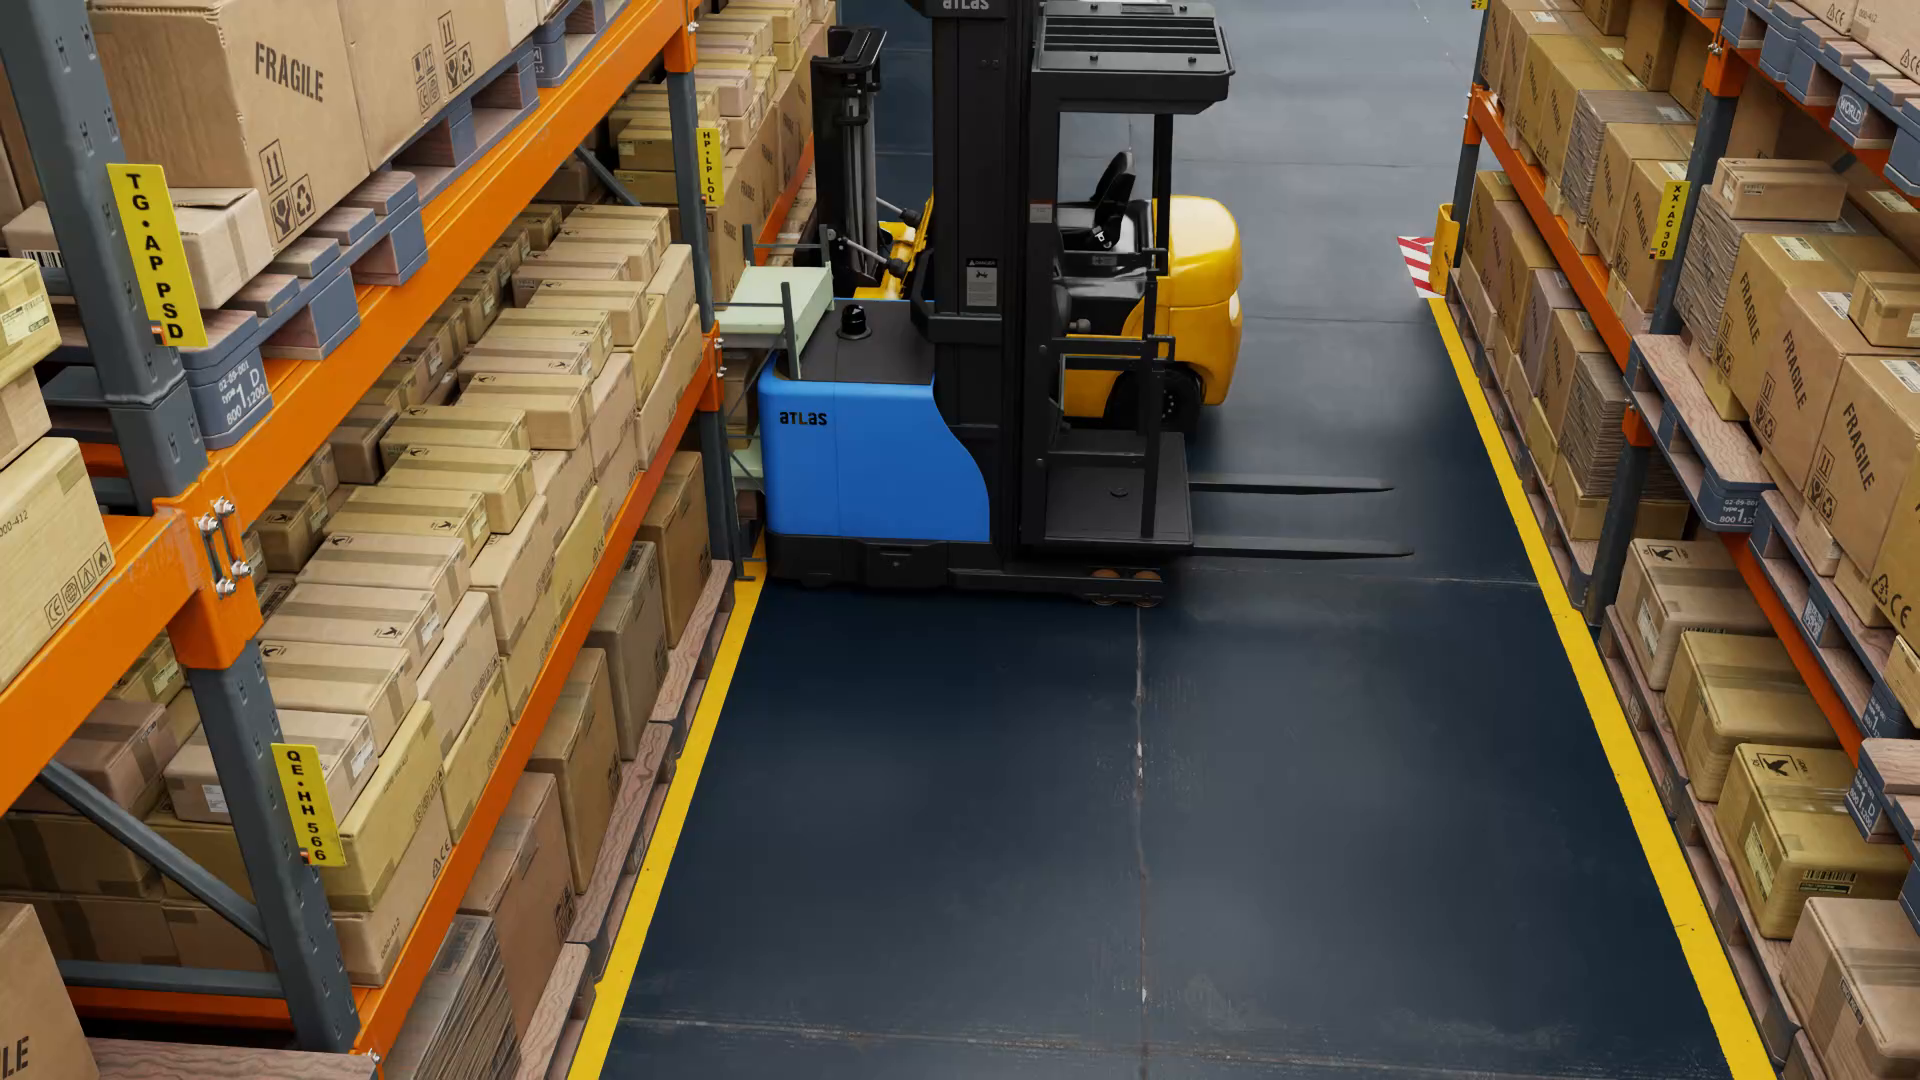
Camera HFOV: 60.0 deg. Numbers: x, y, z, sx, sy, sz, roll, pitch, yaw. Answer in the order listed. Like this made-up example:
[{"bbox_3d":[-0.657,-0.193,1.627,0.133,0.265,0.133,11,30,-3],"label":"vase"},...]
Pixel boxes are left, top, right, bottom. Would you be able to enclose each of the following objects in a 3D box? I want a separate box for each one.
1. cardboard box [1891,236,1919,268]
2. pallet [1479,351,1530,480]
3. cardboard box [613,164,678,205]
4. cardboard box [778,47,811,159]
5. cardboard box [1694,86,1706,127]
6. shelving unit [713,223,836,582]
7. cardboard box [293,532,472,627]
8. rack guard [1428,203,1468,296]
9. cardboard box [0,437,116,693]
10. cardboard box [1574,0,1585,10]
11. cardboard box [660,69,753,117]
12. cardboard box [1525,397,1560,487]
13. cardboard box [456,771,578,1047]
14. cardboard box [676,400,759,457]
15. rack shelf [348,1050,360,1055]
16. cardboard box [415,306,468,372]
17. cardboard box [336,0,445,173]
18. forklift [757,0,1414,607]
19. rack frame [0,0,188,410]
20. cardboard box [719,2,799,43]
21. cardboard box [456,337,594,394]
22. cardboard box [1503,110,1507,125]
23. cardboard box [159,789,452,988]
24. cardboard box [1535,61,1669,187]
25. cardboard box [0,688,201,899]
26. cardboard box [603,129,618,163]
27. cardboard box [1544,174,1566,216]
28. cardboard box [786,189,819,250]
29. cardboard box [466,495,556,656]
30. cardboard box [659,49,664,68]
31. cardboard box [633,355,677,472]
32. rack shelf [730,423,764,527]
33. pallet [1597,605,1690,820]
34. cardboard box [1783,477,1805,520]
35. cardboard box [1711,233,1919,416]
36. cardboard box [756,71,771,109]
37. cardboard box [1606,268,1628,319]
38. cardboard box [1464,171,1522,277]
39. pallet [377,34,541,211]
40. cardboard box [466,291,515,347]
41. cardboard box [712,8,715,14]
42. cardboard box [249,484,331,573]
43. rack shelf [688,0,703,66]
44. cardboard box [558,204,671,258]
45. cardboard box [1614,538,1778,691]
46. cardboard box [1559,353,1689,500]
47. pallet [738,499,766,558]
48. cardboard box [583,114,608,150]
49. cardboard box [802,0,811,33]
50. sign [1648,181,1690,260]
[{"bbox_3d":[3.526,-0.723,5.785,0.500,0.500,0.500,3,32,4],"label":"cardboard box"},{"bbox_3d":[3.490,-0.691,9.170,1.003,0.211,1.213,2,32,4],"label":"pallet"},{"bbox_3d":[-1.286,-1.570,7.225,0.380,0.149,0.250,2,32,3],"label":"cardboard box"},{"bbox_3d":[-1.119,-2.423,9.227,0.500,0.500,0.500,2,32,3],"label":"cardboard box"},{"bbox_3d":[3.689,-1.968,7.252,0.700,0.500,0.500,3,32,4],"label":"cardboard box"},{"bbox_3d":[-0.842,-0.643,7.837,0.431,1.500,0.755,2,30,9],"label":"shelving unit"},{"bbox_3d":[-1.555,0.111,4.498,0.380,0.149,0.250,3,32,5],"label":"cardboard box"},{"bbox_3d":[3.693,-1.874,10.814,1.175,0.500,0.348,2,32,4],"label":"rack guard"},{"bbox_3d":[-1.699,0.061,2.575,0.500,0.250,0.500,1,32,2],"label":"cardboard box"},{"bbox_3d":[3.875,-3.296,9.407,0.700,0.500,0.500,2,32,3],"label":"cardboard box"},{"bbox_3d":[-1.186,-2.100,7.801,0.380,0.149,0.250,3,32,5],"label":"cardboard box"},{"bbox_3d":[3.187,-0.494,8.412,0.500,0.250,0.500,2,32,3],"label":"cardboard box"},{"bbox_3d":[-1.790,1.160,5.371,0.875,0.625,0.625,3,32,6],"label":"cardboard box"},{"bbox_3d":[-1.227,-0.557,8.038,0.500,0.250,0.500,2,32,4],"label":"cardboard box"},{"bbox_3d":[-2.062,2.348,2.267,1.077,0.370,4.000,2,32,4],"label":"rack shelf"},{"bbox_3d":[-1.957,-0.708,5.826,0.380,0.149,0.250,2,32,4],"label":"cardboard box"},{"bbox_3d":[-1.656,-1.182,3.858,0.700,0.500,0.500,2,32,3],"label":"cardboard box"},{"bbox_3d":[0.623,-1.225,7.444,3.031,2.935,1.130,2,32,3],"label":"forklift"},{"bbox_3d":[-1.899,-1.558,2.201,1.000,3.000,0.127,2,32,4],"label":"rack frame"},{"bbox_3d":[-1.071,-2.765,8.880,0.380,0.149,0.250,3,32,5],"label":"cardboard box"},{"bbox_3d":[-1.455,-0.557,5.581,0.380,0.149,0.250,3,32,4],"label":"cardboard box"},{"bbox_3d":[3.357,-2.434,9.580,0.380,0.149,0.250,1,32,2],"label":"cardboard box"},{"bbox_3d":[-1.620,0.838,4.174,0.500,0.250,0.500,3,32,4],"label":"cardboard box"},{"bbox_3d":[3.272,-2.107,8.431,0.500,0.500,0.500,2,32,3],"label":"cardboard box"},{"bbox_3d":[-2.140,0.600,4.084,0.500,0.250,0.500,3,32,5],"label":"cardboard box"},{"bbox_3d":[-1.788,-1.864,7.702,0.380,0.149,0.250,3,32,5],"label":"cardboard box"},{"bbox_3d":[3.211,-1.760,8.486,0.380,0.149,0.250,3,32,4],"label":"cardboard box"},{"bbox_3d":[-1.042,-1.836,9.637,0.500,0.250,0.500,3,32,5],"label":"cardboard box"},{"bbox_3d":[-1.517,0.090,4.911,0.500,0.250,0.500,2,32,3],"label":"cardboard box"},{"bbox_3d":[-1.661,-2.520,8.484,0.380,0.149,0.250,3,32,5],"label":"cardboard box"},{"bbox_3d":[-1.389,-0.494,6.336,0.500,0.250,0.500,2,32,4],"label":"cardboard box"},{"bbox_3d":[-0.827,-0.361,7.999,0.431,0.370,0.720,2,30,9],"label":"rack shelf"},{"bbox_3d":[3.312,0.708,6.899,1.003,0.211,1.213,2,32,4],"label":"pallet"},{"bbox_3d":[2.953,-0.139,5.455,0.380,0.149,0.250,3,32,4],"label":"cardboard box"},{"bbox_3d":[3.010,-0.739,5.811,0.500,0.500,0.500,3,32,4],"label":"cardboard box"},{"bbox_3d":[-1.153,-2.238,8.309,0.380,0.149,0.250,1,32,2],"label":"cardboard box"},{"bbox_3d":[3.110,-1.091,7.400,0.380,0.149,0.250,3,32,5],"label":"cardboard box"},{"bbox_3d":[3.357,-1.883,9.951,0.500,0.500,0.500,1,32,2],"label":"cardboard box"},{"bbox_3d":[-1.845,-1.145,4.569,1.003,0.211,1.213,4,32,6],"label":"pallet"},{"bbox_3d":[-1.922,-0.728,6.239,0.500,0.250,0.500,2,32,3],"label":"cardboard box"},{"bbox_3d":[-1.600,-2.938,9.445,0.380,0.149,0.250,1,32,2],"label":"cardboard box"},{"bbox_3d":[-2.034,-0.041,4.744,0.380,0.149,0.250,2,32,4],"label":"cardboard box"},{"bbox_3d":[-1.411,-3.112,8.268,1.077,0.370,4.000,2,32,4],"label":"rack shelf"},{"bbox_3d":[-1.380,-1.227,6.668,0.380,0.149,0.250,4,32,6],"label":"cardboard box"},{"bbox_3d":[3.334,0.328,6.962,0.950,0.372,0.625,3,32,5],"label":"cardboard box"},{"bbox_3d":[3.154,-0.534,7.763,0.500,0.500,0.500,2,32,3],"label":"cardboard box"},{"bbox_3d":[-1.467,-0.323,8.573,1.003,0.211,1.213,2,32,4],"label":"pallet"},{"bbox_3d":[-1.787,-1.851,7.397,0.380,0.149,0.250,2,32,3],"label":"cardboard box"},{"bbox_3d":[-1.070,-3.045,9.618,0.380,0.149,0.250,3,32,5],"label":"cardboard box"},{"bbox_3d":[2.832,-1.274,6.632,0.100,0.325,0.005,2,32,4],"label":"sign"}]
